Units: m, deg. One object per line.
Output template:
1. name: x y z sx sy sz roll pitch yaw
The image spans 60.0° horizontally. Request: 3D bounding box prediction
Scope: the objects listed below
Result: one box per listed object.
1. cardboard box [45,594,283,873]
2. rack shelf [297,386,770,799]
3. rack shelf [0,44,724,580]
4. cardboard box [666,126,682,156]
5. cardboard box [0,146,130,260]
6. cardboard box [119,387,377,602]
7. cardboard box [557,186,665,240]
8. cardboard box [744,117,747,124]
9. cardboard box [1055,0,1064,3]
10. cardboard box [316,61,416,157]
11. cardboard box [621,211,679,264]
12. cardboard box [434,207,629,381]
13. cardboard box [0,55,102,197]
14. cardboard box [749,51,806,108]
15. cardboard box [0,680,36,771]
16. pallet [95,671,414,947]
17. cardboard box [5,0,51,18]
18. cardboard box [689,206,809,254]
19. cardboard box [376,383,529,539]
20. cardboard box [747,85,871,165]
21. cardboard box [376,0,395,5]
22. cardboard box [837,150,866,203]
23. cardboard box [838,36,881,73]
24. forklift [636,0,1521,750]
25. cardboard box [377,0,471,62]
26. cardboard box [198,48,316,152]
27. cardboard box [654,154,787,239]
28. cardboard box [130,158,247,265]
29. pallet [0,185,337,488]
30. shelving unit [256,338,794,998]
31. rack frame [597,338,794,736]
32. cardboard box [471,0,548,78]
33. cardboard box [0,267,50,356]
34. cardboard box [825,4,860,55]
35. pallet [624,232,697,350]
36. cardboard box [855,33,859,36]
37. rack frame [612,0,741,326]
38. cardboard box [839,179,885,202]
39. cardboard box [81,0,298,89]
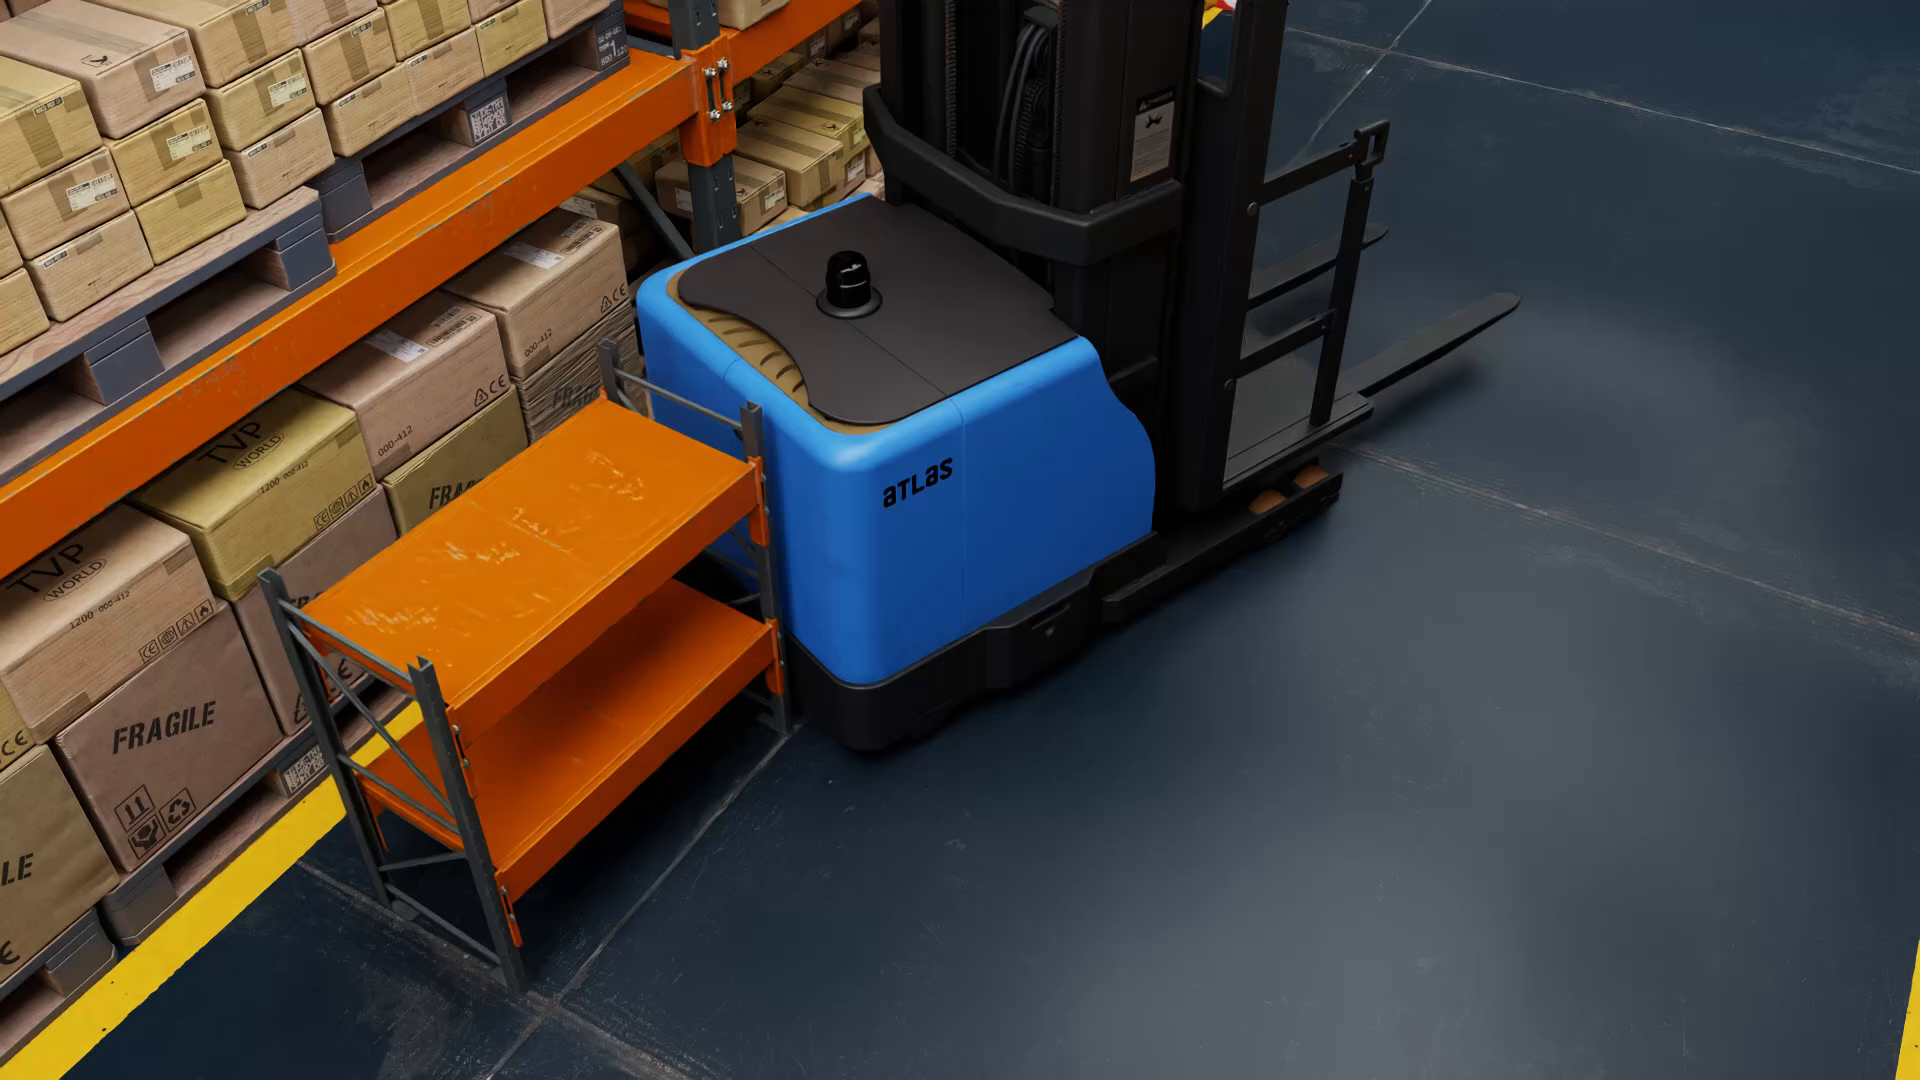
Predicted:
1. cardboard box: -2.101 0.398 4.102 0.500 0.500 0.500 20 45 21
2. rack shelf: -0.967 0.082 3.863 0.538 0.278 1.000 24 47 25
3. rack shelf: -2.176 -0.352 3.925 1.077 0.370 4.000 21 45 22
4. cardboard box: -1.129 -1.527 6.103 0.380 0.149 0.250 21 46 23
5. cardboard box: -1.986 -0.756 3.486 0.380 0.149 0.250 23 46 24
6. cardboard box: -1.850 -0.161 4.169 0.500 0.250 0.500 19 45 20
7. cardboard box: -1.293 -1.251 6.016 0.380 0.149 0.250 22 46 23
8. cardboard box: -0.839 -1.681 6.503 0.380 0.149 0.250 21 46 22
9. cardboard box: 0.315 -2.366 7.056 0.380 0.149 0.250 23 46 24
10. cardboard box: -1.584 -1.103 4.106 0.380 0.149 0.250 19 45 20
11. cardboard box: -1.274 -1.192 6.173 0.380 0.149 0.250 21 46 23
12. cardboard box: -1.329 -0.758 4.847 0.500 0.250 0.500 20 45 21
13. cardboard box: -1.993 -0.859 3.378 0.380 0.149 0.250 20 45 21
14. cardboard box: -0.813 -1.794 6.407 0.380 0.149 0.250 22 46 23
15. cardboard box: -2.369 0.416 3.514 0.500 0.250 0.500 20 45 22
16. pallet: -2.173 0.426 4.606 1.003 0.211 1.213 21 45 22
17. cardboard box: -2.290 -1.384 3.974 0.380 0.149 0.250 21 45 22
18. cardboard box: -0.717 -1.068 5.807 0.380 0.149 0.250 23 46 24
19. cardboard box: -1.585 -0.186 4.765 0.500 0.500 0.500 20 45 21
20. cardboard box: -0.550 -1.505 6.079 0.380 0.149 0.250 20 45 21
21. cardboard box: -1.472 -1.458 4.058 0.380 0.149 0.250 19 45 21
22. cardboard box: -0.577 -1.393 6.177 0.380 0.149 0.250 21 45 22
23. cardboard box: -0.242 -1.781 6.392 0.380 0.149 0.250 22 46 23
24. forklift: 0.592 -1.340 4.554 3.031 2.935 1.130 -28 48 -28
25. cardboard box: -1.461 -1.357 4.168 0.380 0.149 0.250 23 46 24
26. cardboard box: -1.725 -1.050 3.820 0.380 0.149 0.250 19 45 20
27. cardboard box: -0.823 -1.206 5.739 0.380 0.149 0.250 23 46 24
28. cardboard box: -1.852 -0.791 3.751 0.380 0.149 0.250 23 46 24
29. pallet: -2.222 -0.552 3.753 1.003 0.211 1.213 21 45 22
30. shelving unit: -0.967 0.301 4.057 0.538 1.125 1.048 24 47 25
31. rack frame: -0.681 0.023 4.372 0.500 1.125 0.032 24 47 25
32. cardboard box: -1.332 -1.388 4.429 0.380 0.149 0.250 21 46 22
33. cardboard box: -2.116 -0.490 3.409 0.380 0.149 0.250 22 46 23
34. cardboard box: -0.633 -2.138 6.797 0.380 0.149 0.250 19 45 21
35. pallet: -0.870 -1.116 6.358 1.003 0.211 1.213 21 45 22
36. cardboard box: -0.406 -2.118 7.000 0.380 0.149 0.250 23 46 24
37. rack frame: -1.175 -1.767 4.987 1.000 3.000 0.127 21 45 22
38. cardboard box: -0.502 -1.268 6.260 0.380 0.149 0.250 21 45 22
39. cardboard box: -1.729 -1.168 3.729 0.380 0.149 0.250 19 45 21
